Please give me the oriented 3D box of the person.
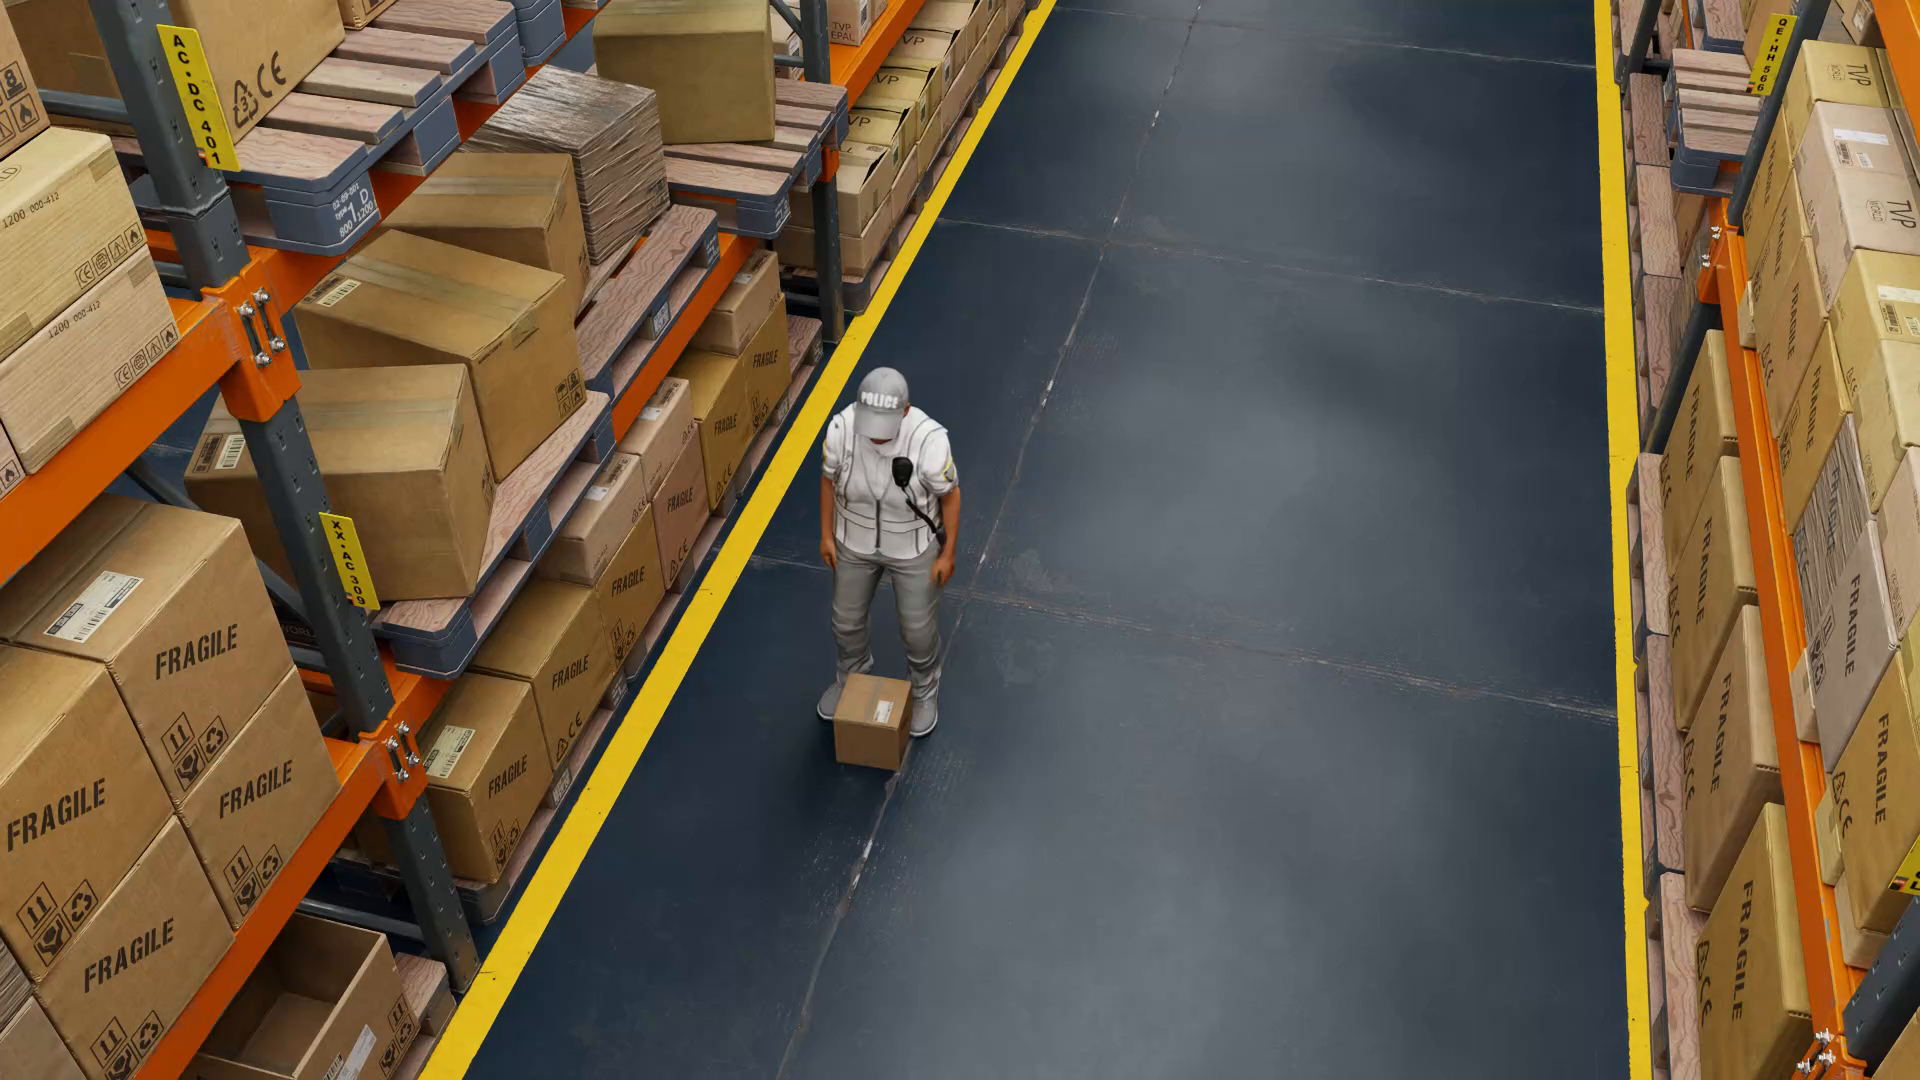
[{"bbox_3d":[-0.279,0.029,6.122,0.549,1.664,0.470,9,42,10],"label":"person"}]
